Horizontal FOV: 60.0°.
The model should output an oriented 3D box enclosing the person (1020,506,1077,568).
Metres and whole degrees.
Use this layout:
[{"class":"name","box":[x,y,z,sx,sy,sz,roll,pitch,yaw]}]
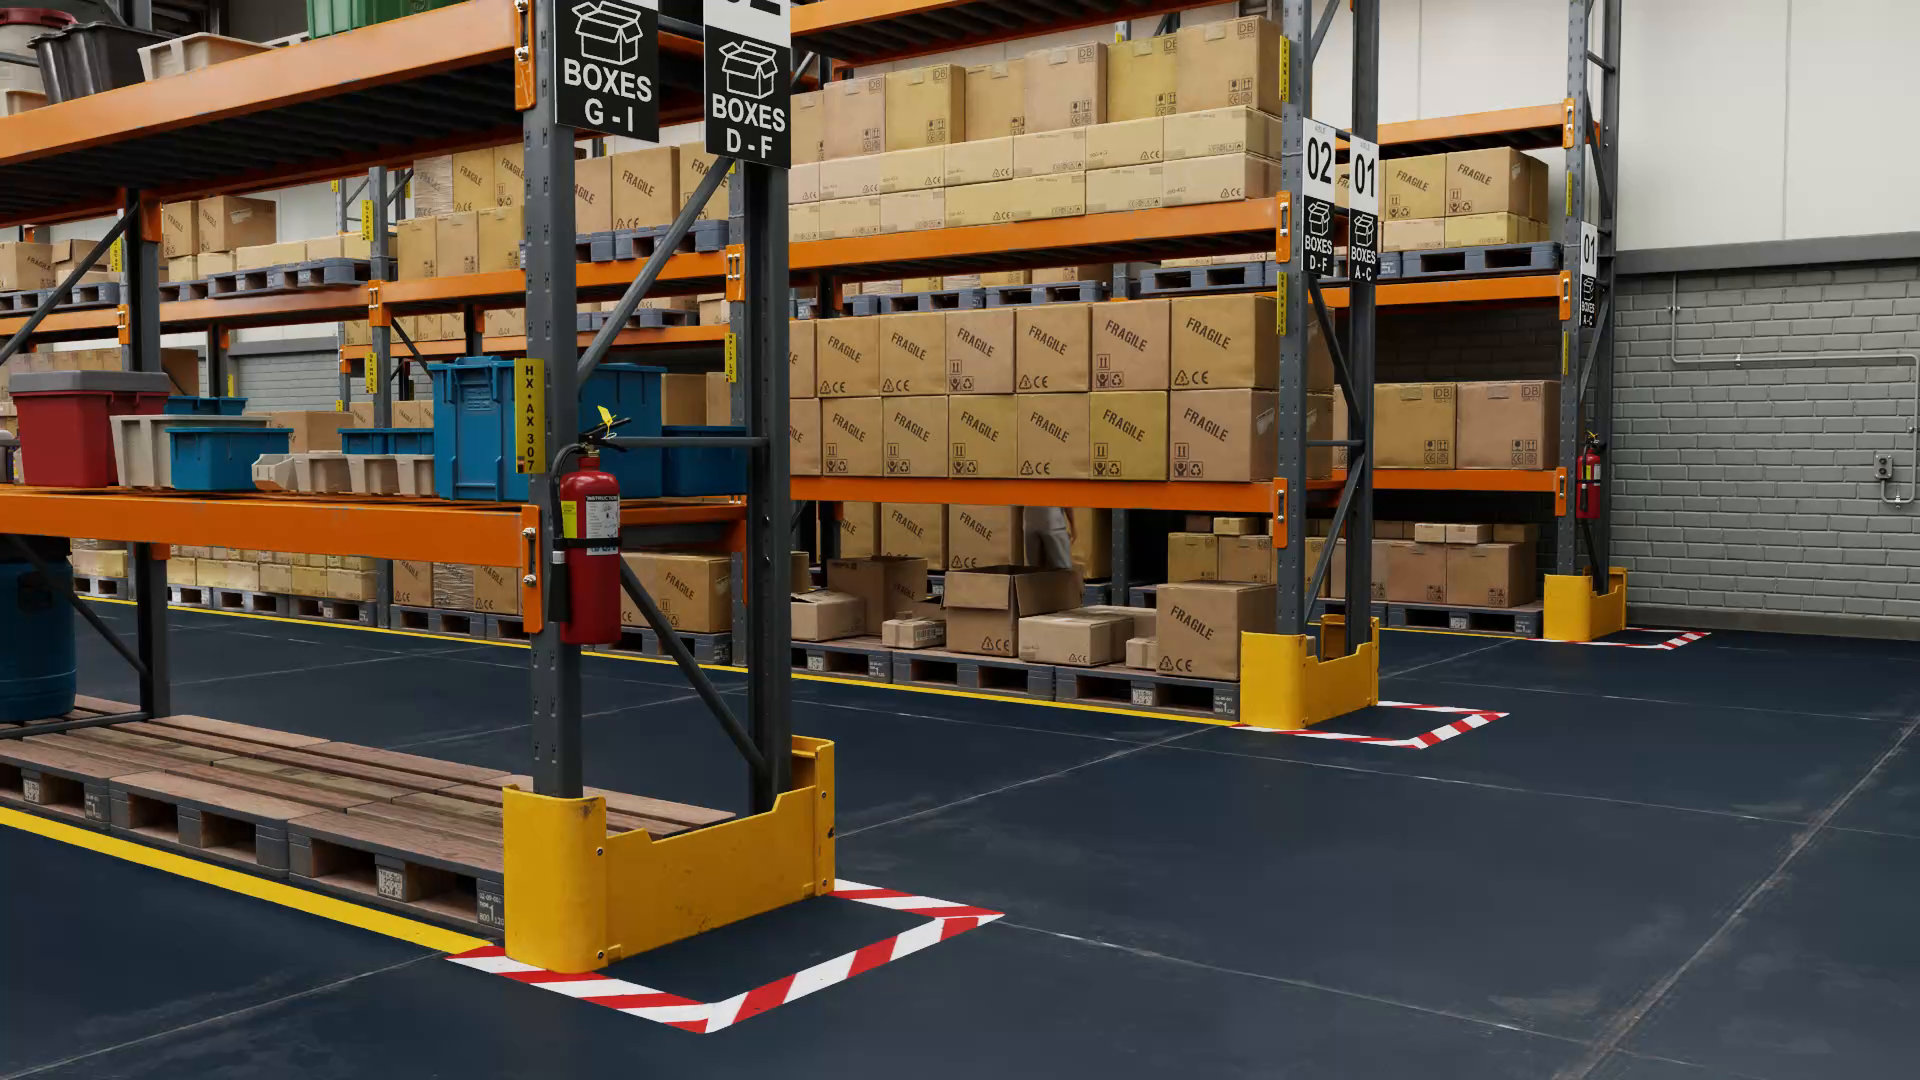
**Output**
[{"class":"person","box":[0.673,-0.071,12.830,0.476,1.675,0.363,2,4,34]}]
